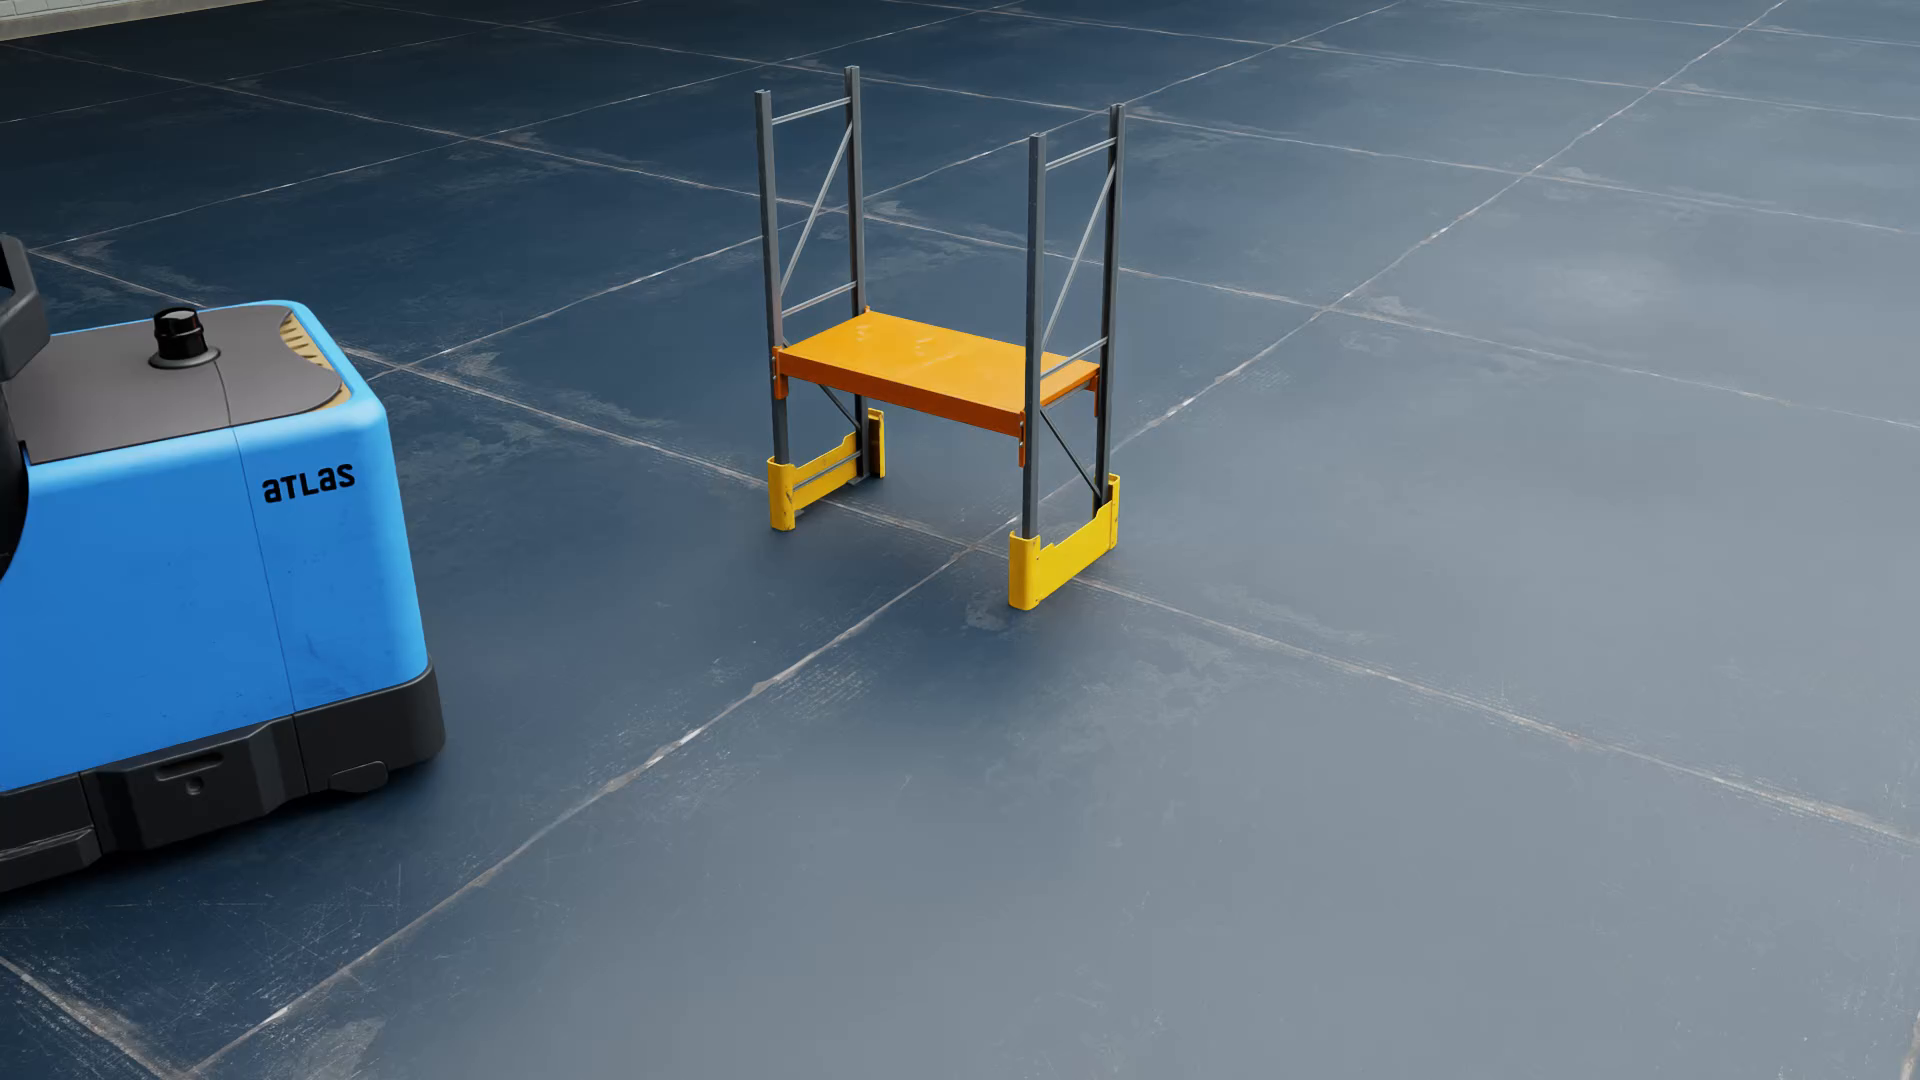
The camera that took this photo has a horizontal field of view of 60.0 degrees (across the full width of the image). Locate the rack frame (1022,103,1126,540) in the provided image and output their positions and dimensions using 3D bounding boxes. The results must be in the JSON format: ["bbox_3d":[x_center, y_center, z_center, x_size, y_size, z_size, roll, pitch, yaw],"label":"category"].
[{"bbox_3d":[0.349,-0.560,5.196,0.032,1.500,0.500,17,32,30],"label":"rack frame"}]

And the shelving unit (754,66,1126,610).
[{"bbox_3d":[-0.063,-0.688,5.448,1.083,1.500,0.587,17,32,30],"label":"shelving unit"}]

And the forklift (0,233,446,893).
[{"bbox_3d":[-2.925,-0.522,3.545,3.031,2.935,1.130,-15,31,-27],"label":"forklift"}]

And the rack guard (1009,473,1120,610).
[{"bbox_3d":[0.348,-0.003,5.480,0.087,0.250,0.587,17,32,30],"label":"rack guard"}]

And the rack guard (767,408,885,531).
[{"bbox_3d":[-0.473,-0.259,5.983,0.087,0.250,0.587,17,32,30],"label":"rack guard"}]

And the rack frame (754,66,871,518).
[{"bbox_3d":[-0.489,-0.821,5.709,0.032,1.500,0.500,17,32,30],"label":"rack frame"}]

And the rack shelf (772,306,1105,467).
[{"bbox_3d":[-0.070,-0.530,5.534,1.000,0.185,0.538,17,32,30],"label":"rack shelf"}]
